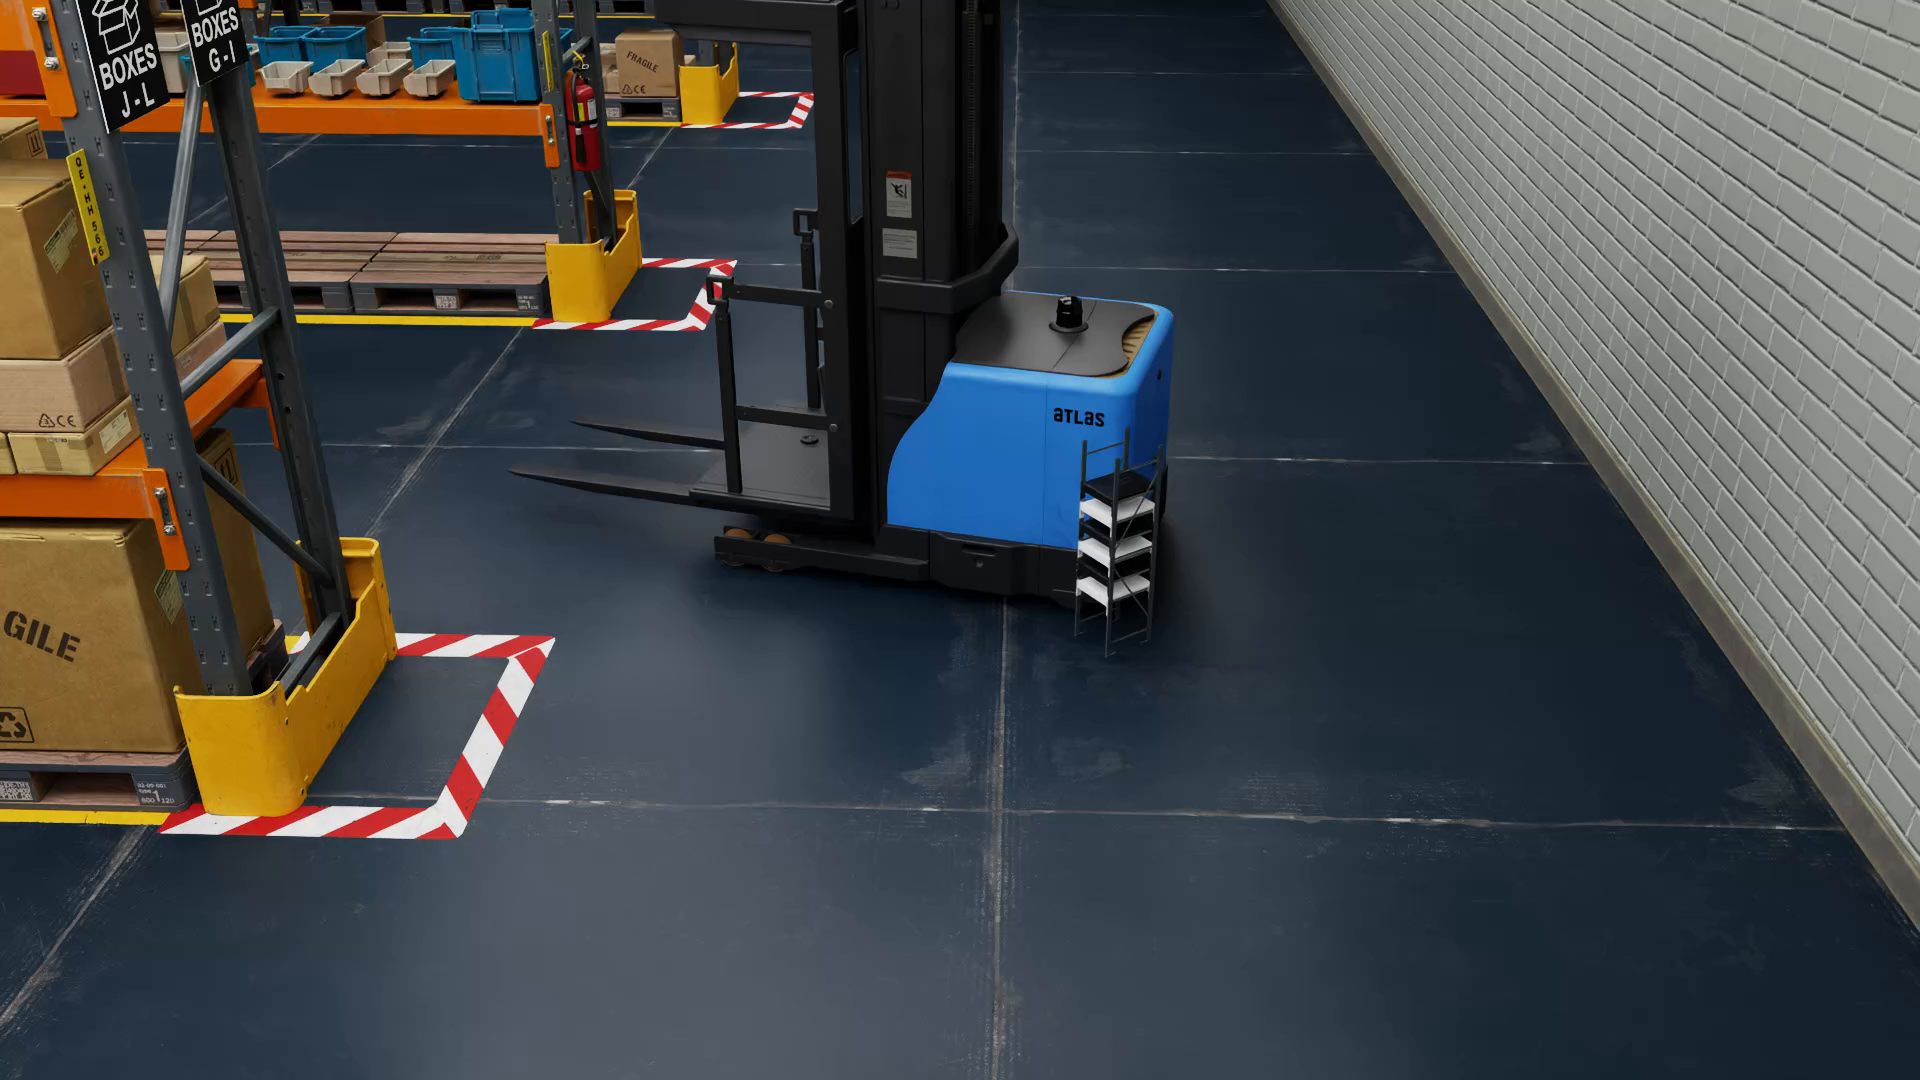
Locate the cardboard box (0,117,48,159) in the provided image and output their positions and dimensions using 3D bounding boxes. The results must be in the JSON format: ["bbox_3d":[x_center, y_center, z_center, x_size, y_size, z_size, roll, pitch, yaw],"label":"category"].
[{"bbox_3d":[-3.508,-1.158,5.774,0.500,0.500,0.500,0,28,1],"label":"cardboard box"}]

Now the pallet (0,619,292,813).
[{"bbox_3d":[-3.340,0.636,6.324,1.213,0.211,1.003,1,28,2],"label":"pallet"}]

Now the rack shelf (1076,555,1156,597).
[{"bbox_3d":[0.640,0.123,6.820,0.258,0.077,0.200,-18,33,-30],"label":"rack shelf"}]

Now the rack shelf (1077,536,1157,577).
[{"bbox_3d":[0.640,0.043,6.778,0.258,0.077,0.200,-18,33,-30],"label":"rack shelf"}]

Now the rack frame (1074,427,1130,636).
[{"bbox_3d":[0.582,-0.025,6.836,0.240,0.900,0.006,-18,33,-30],"label":"rack frame"}]

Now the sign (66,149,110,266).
[{"bbox_3d":[-2.571,-0.982,4.910,0.005,0.325,0.100,1,28,2],"label":"sign"}]

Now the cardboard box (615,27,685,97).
[{"bbox_3d":[-2.737,-4.240,14.744,0.500,0.500,0.500,1,28,2],"label":"cardboard box"}]

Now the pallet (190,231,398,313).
[{"bbox_3d":[-4.402,-1.759,10.842,1.213,0.211,1.003,1,28,2],"label":"pallet"}]

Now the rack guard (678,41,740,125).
[{"bbox_3d":[-2.261,-4.153,15.050,0.348,0.500,1.175,1,28,2],"label":"rack guard"}]

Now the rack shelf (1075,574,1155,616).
[{"bbox_3d":[0.640,0.202,6.862,0.258,0.077,0.200,-18,33,-30],"label":"rack shelf"}]

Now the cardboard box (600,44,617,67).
[{"bbox_3d":[-3.218,-4.386,15.286,0.500,0.250,0.500,1,28,2],"label":"cardboard box"}]

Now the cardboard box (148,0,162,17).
[{"bbox_3d":[-7.657,-4.882,15.155,0.500,0.250,0.500,1,28,2],"label":"cardboard box"}]

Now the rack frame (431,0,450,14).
[{"bbox_3d":[-6.011,-7.641,18.961,0.127,3.000,1.000,1,28,2],"label":"rack frame"}]

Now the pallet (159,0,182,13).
[{"bbox_3d":[-9.224,-6.427,19.648,1.213,0.211,1.003,1,28,2],"label":"pallet"}]

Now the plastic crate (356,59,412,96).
[{"bbox_3d":[-3.474,-2.788,10.024,0.243,0.136,0.396,1,28,2],"label":"plastic crate"}]

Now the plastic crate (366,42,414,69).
[{"bbox_3d":[-3.594,-3.061,10.539,0.298,0.136,0.250,1,28,2],"label":"plastic crate"}]

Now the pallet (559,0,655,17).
[{"bbox_3d":[-4.032,-6.341,19.486,1.213,0.211,1.003,1,28,2],"label":"pallet"}]

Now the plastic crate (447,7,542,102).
[{"bbox_3d":[-2.705,-2.898,9.912,0.499,0.435,0.616,1,28,2],"label":"plastic crate"}]

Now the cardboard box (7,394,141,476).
[{"bbox_3d":[-2.906,-0.360,5.495,0.250,0.149,0.380,1,28,3],"label":"cardboard box"}]

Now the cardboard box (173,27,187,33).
[{"bbox_3d":[-6.686,-4.286,14.832,0.500,0.500,0.500,1,28,2],"label":"cardboard box"}]

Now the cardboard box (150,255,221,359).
[{"bbox_3d":[-3.009,-0.819,5.934,0.500,0.250,0.500,0,28,0],"label":"cardboard box"}]

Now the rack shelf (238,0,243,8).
[{"bbox_3d":[-8.181,-5.037,14.818,4.000,0.370,1.077,1,28,2],"label":"rack shelf"}]

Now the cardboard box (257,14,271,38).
[{"bbox_3d":[-6.657,-4.534,15.300,0.500,0.500,0.500,0,28,-1],"label":"cardboard box"}]

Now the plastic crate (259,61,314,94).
[{"bbox_3d":[-4.050,-2.777,10.004,0.250,0.136,0.298,1,28,2],"label":"plastic crate"}]

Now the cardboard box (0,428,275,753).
[{"bbox_3d":[-3.181,0.161,6.064,0.875,0.875,0.875,1,28,2],"label":"cardboard box"}]

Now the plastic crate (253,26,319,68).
[{"bbox_3d":[-4.215,-3.075,10.463,0.300,0.233,0.416,1,28,2],"label":"plastic crate"}]

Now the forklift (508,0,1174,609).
[{"bbox_3d":[-0.605,-1.378,7.221,3.031,2.935,1.130,8,29,14],"label":"forklift"}]

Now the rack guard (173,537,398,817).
[{"bbox_3d":[-2.514,0.486,6.300,0.348,0.500,1.175,1,28,2],"label":"rack guard"}]

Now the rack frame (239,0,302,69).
[{"bbox_3d":[-6.183,-5.322,14.587,0.127,3.000,1.000,1,28,2],"label":"rack frame"}]

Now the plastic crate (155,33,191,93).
[{"bbox_3d":[-4.842,-2.866,10.017,0.530,0.282,0.437,1,28,2],"label":"plastic crate"}]

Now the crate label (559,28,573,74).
[{"bbox_3d":[-2.599,-3.048,10.412,0.303,0.233,0.416,1,28,2],"label":"crate label"}]

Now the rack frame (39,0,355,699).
[{"bbox_3d":[-2.538,-0.619,5.715,0.127,3.000,1.000,1,28,2],"label":"rack frame"}]

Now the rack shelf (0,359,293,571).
[{"bbox_3d":[-4.537,-0.334,5.946,4.000,0.370,1.077,1,28,2],"label":"rack shelf"}]

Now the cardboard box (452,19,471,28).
[{"bbox_3d":[-4.305,-4.385,15.015,0.637,0.503,0.797,1,28,2],"label":"cardboard box"}]

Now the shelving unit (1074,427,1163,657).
[{"bbox_3d":[0.640,0.014,6.762,0.258,0.900,0.210,-18,33,-30],"label":"shelving unit"}]

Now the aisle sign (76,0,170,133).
[{"bbox_3d":[-2.477,-1.626,4.839,0.004,0.787,0.394,1,28,2],"label":"aisle sign"}]

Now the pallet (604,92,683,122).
[{"bbox_3d":[-3.058,-4.038,15.142,1.213,0.211,1.003,1,28,2],"label":"pallet"}]

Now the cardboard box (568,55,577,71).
[{"bbox_3d":[-3.686,-4.159,14.859,0.500,0.250,0.500,1,28,2],"label":"cardboard box"}]
